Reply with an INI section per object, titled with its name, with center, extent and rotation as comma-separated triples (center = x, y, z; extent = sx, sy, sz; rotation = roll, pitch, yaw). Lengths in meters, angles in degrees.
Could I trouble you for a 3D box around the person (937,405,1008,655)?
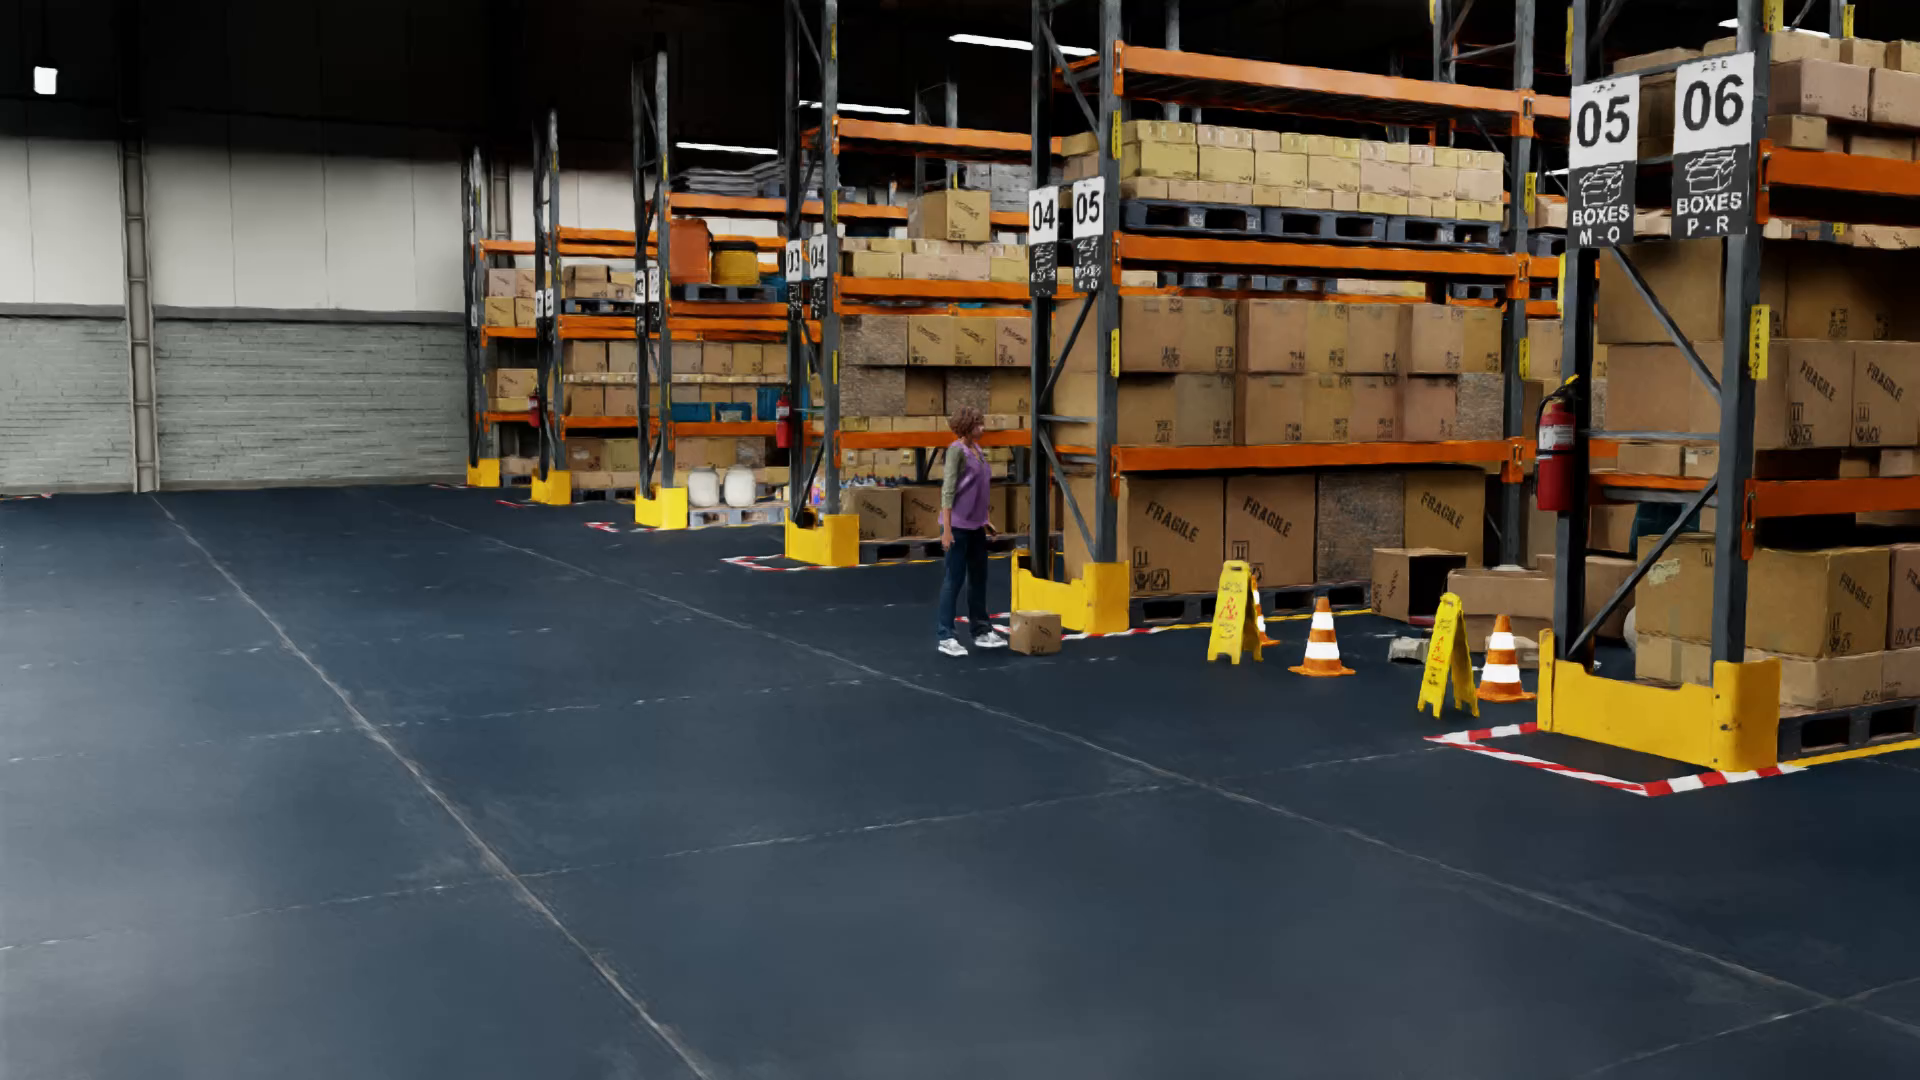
[person]
center = 0.068, -0.067, 10.726
extent = 0.454, 1.602, 0.461
rotation = 3, 6, 27
